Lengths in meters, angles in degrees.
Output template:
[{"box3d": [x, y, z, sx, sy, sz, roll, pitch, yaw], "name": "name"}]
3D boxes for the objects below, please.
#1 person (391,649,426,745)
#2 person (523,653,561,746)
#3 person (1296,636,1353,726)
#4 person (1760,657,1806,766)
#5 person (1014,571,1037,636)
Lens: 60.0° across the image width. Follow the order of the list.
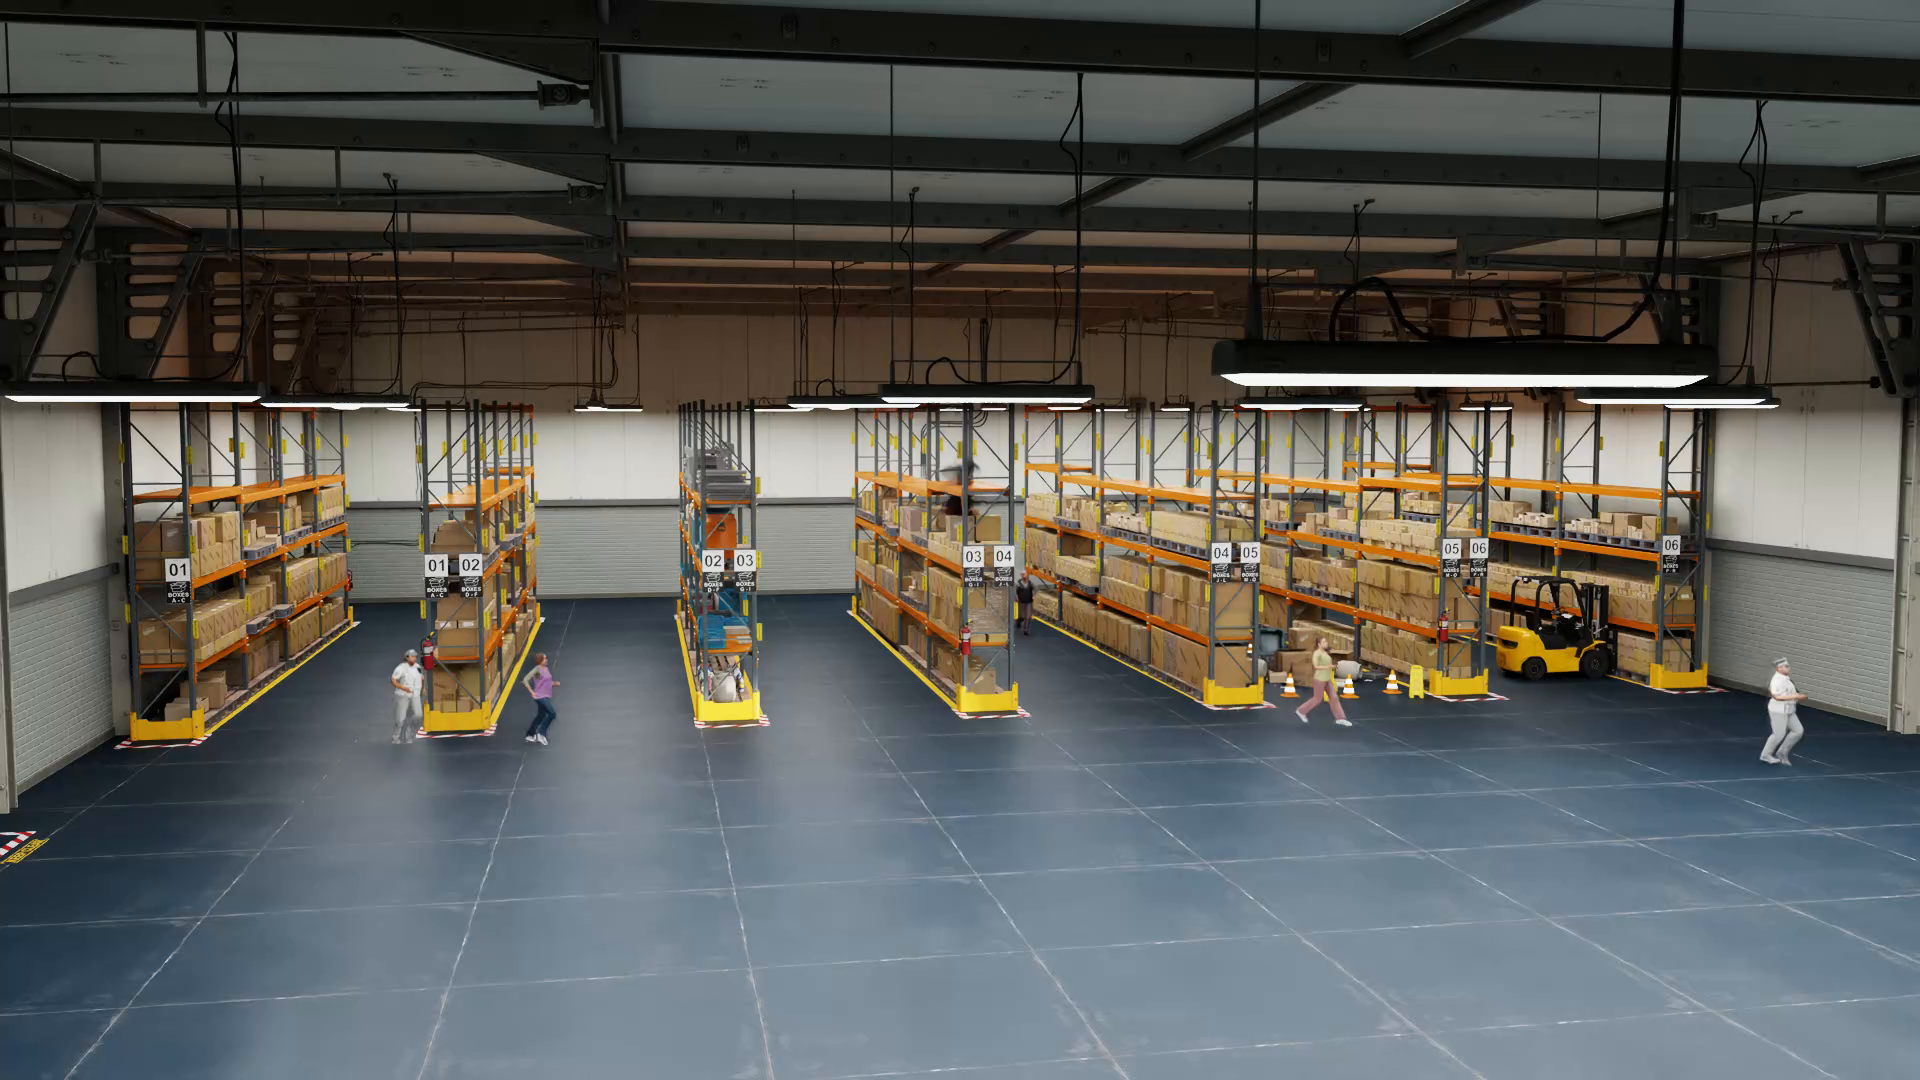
[{"box3d": [-9.557, 2.730, 28.923, 0.676, 1.650, 0.604, -4, 6, -44], "name": "person"}, {"box3d": [-7.221, 2.753, 28.767, 0.676, 1.607, 0.510, 1, 4, 7], "name": "person"}, {"box3d": [6.672, 2.563, 30.439, 1.066, 1.621, 0.582, 4, 6, 39], "name": "person"}, {"box3d": [13.421, 2.812, 27.048, 0.642, 1.821, 0.689, -4, 6, -44], "name": "person"}, {"box3d": [1.686, 1.632, 43.254, 0.676, 1.677, 0.699, -1, 4, -10], "name": "person"}]
